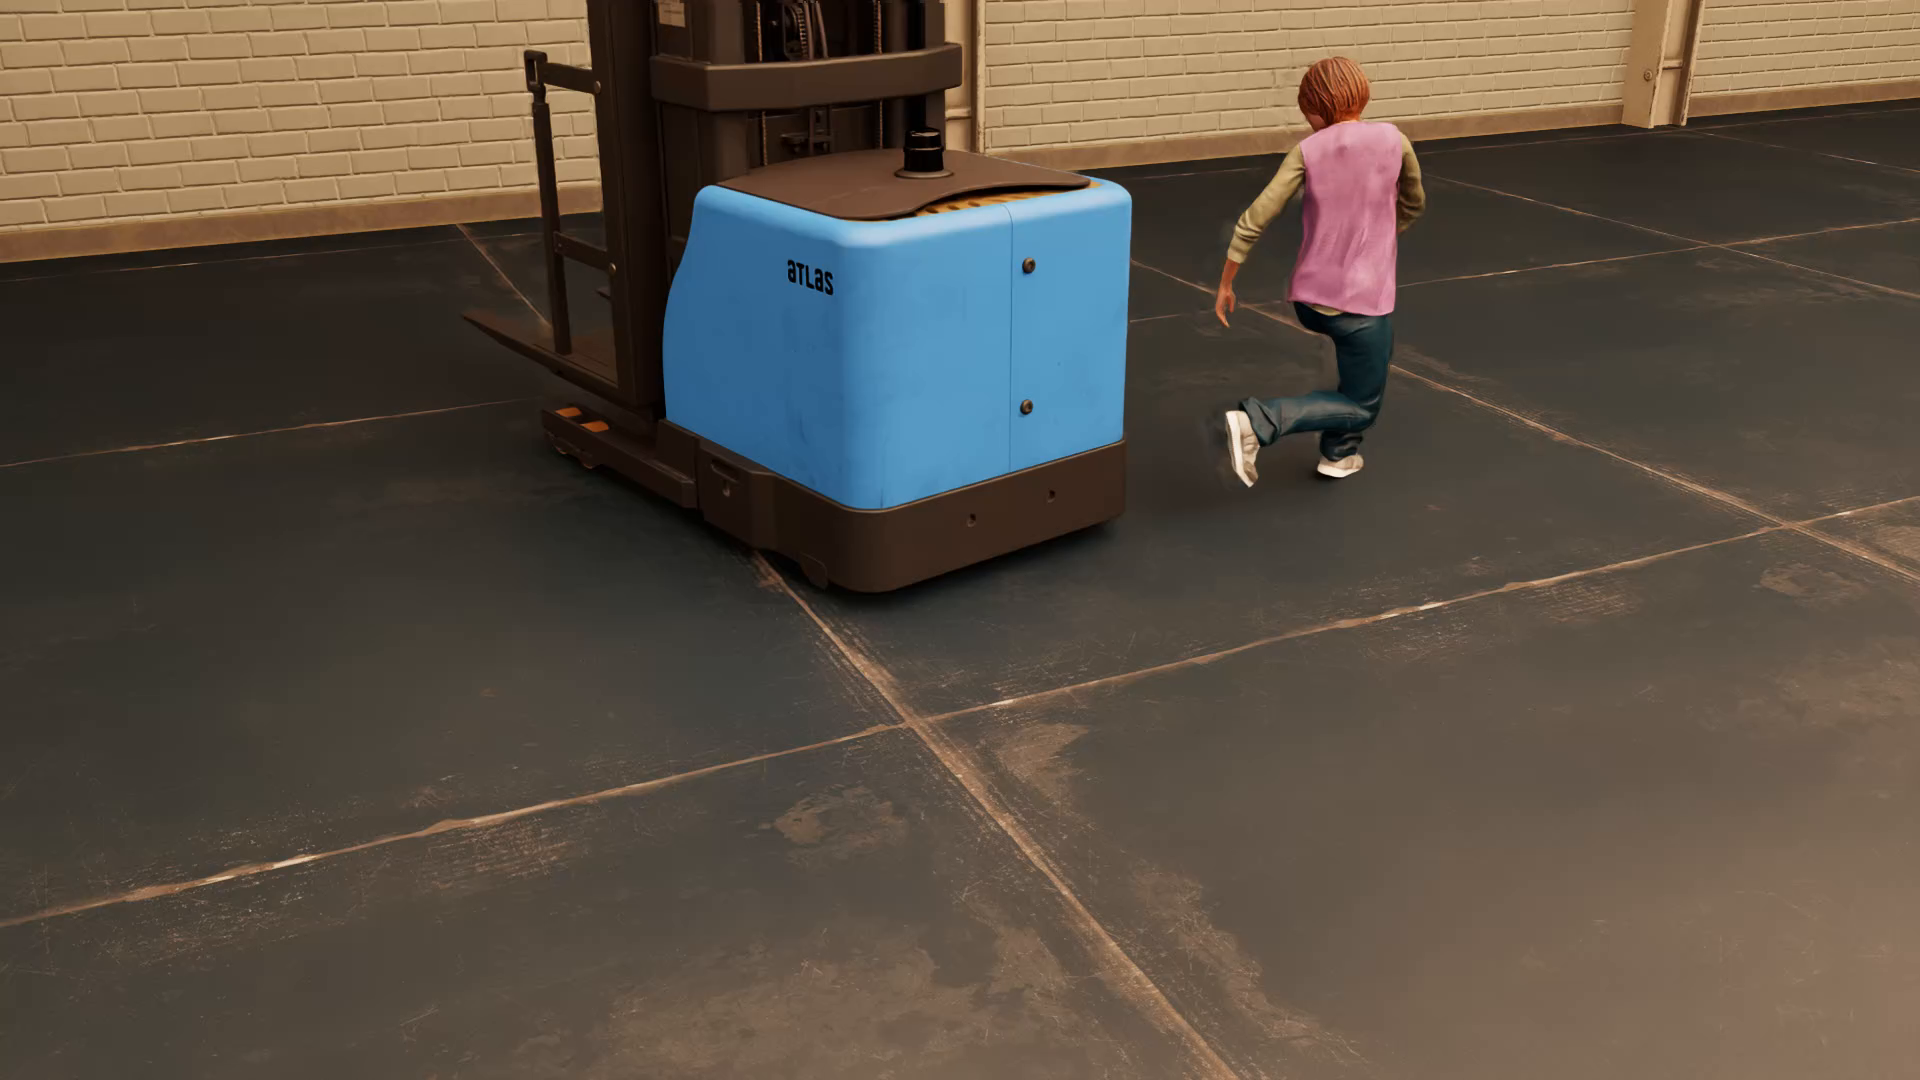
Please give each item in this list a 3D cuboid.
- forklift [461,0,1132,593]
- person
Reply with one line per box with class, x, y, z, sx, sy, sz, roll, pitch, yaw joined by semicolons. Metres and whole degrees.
forklift;-0.809;-1.702;5.383;1.130;2.935;3.031;-17;28;-36
person;1.152;-0.829;5.361;0.539;1.385;0.811;21;30;40
